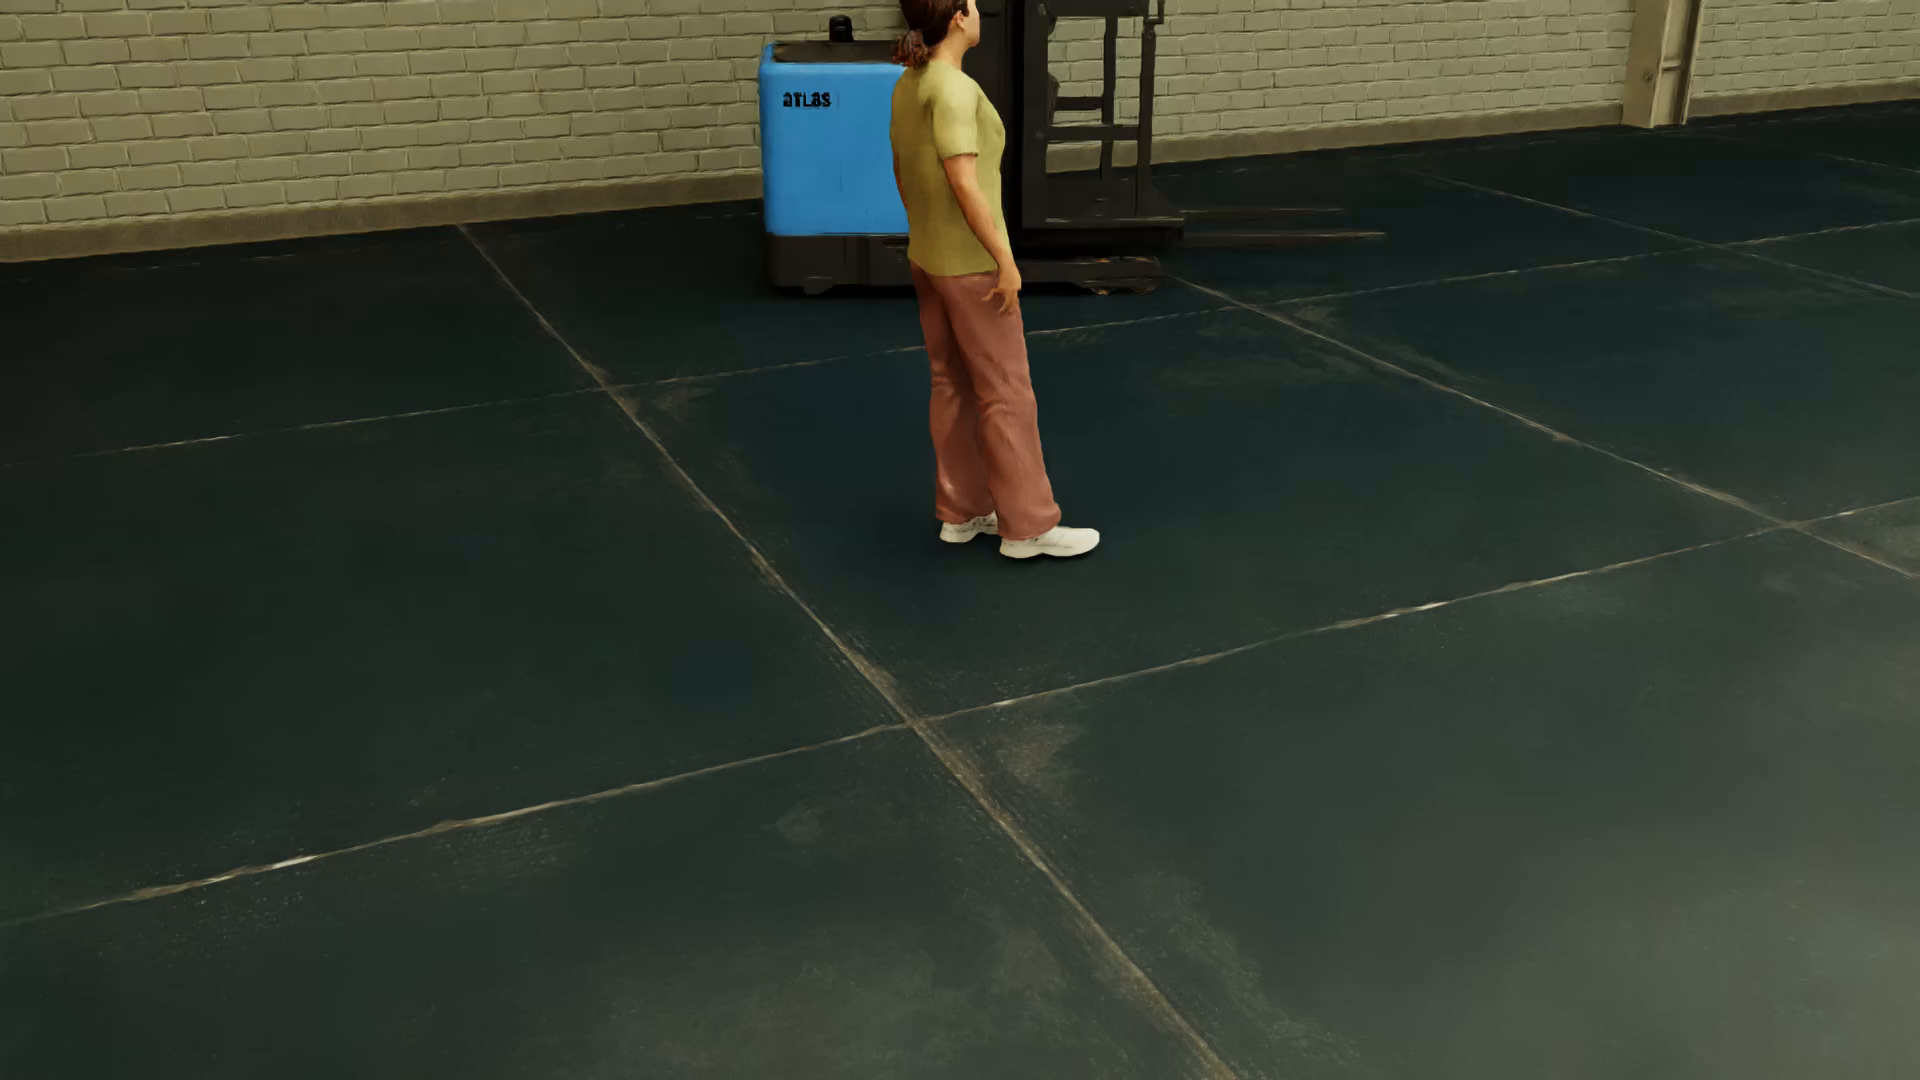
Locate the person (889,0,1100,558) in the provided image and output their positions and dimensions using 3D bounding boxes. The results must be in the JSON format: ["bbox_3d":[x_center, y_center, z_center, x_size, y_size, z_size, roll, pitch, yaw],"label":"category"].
[{"bbox_3d":[0.072,-0.783,4.804,0.548,1.663,0.554,-10,25,-23],"label":"person"}]

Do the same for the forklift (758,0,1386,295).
[{"bbox_3d":[0.547,-2.724,7.842,3.031,2.935,1.130,-2,23,-5],"label":"forklift"}]
